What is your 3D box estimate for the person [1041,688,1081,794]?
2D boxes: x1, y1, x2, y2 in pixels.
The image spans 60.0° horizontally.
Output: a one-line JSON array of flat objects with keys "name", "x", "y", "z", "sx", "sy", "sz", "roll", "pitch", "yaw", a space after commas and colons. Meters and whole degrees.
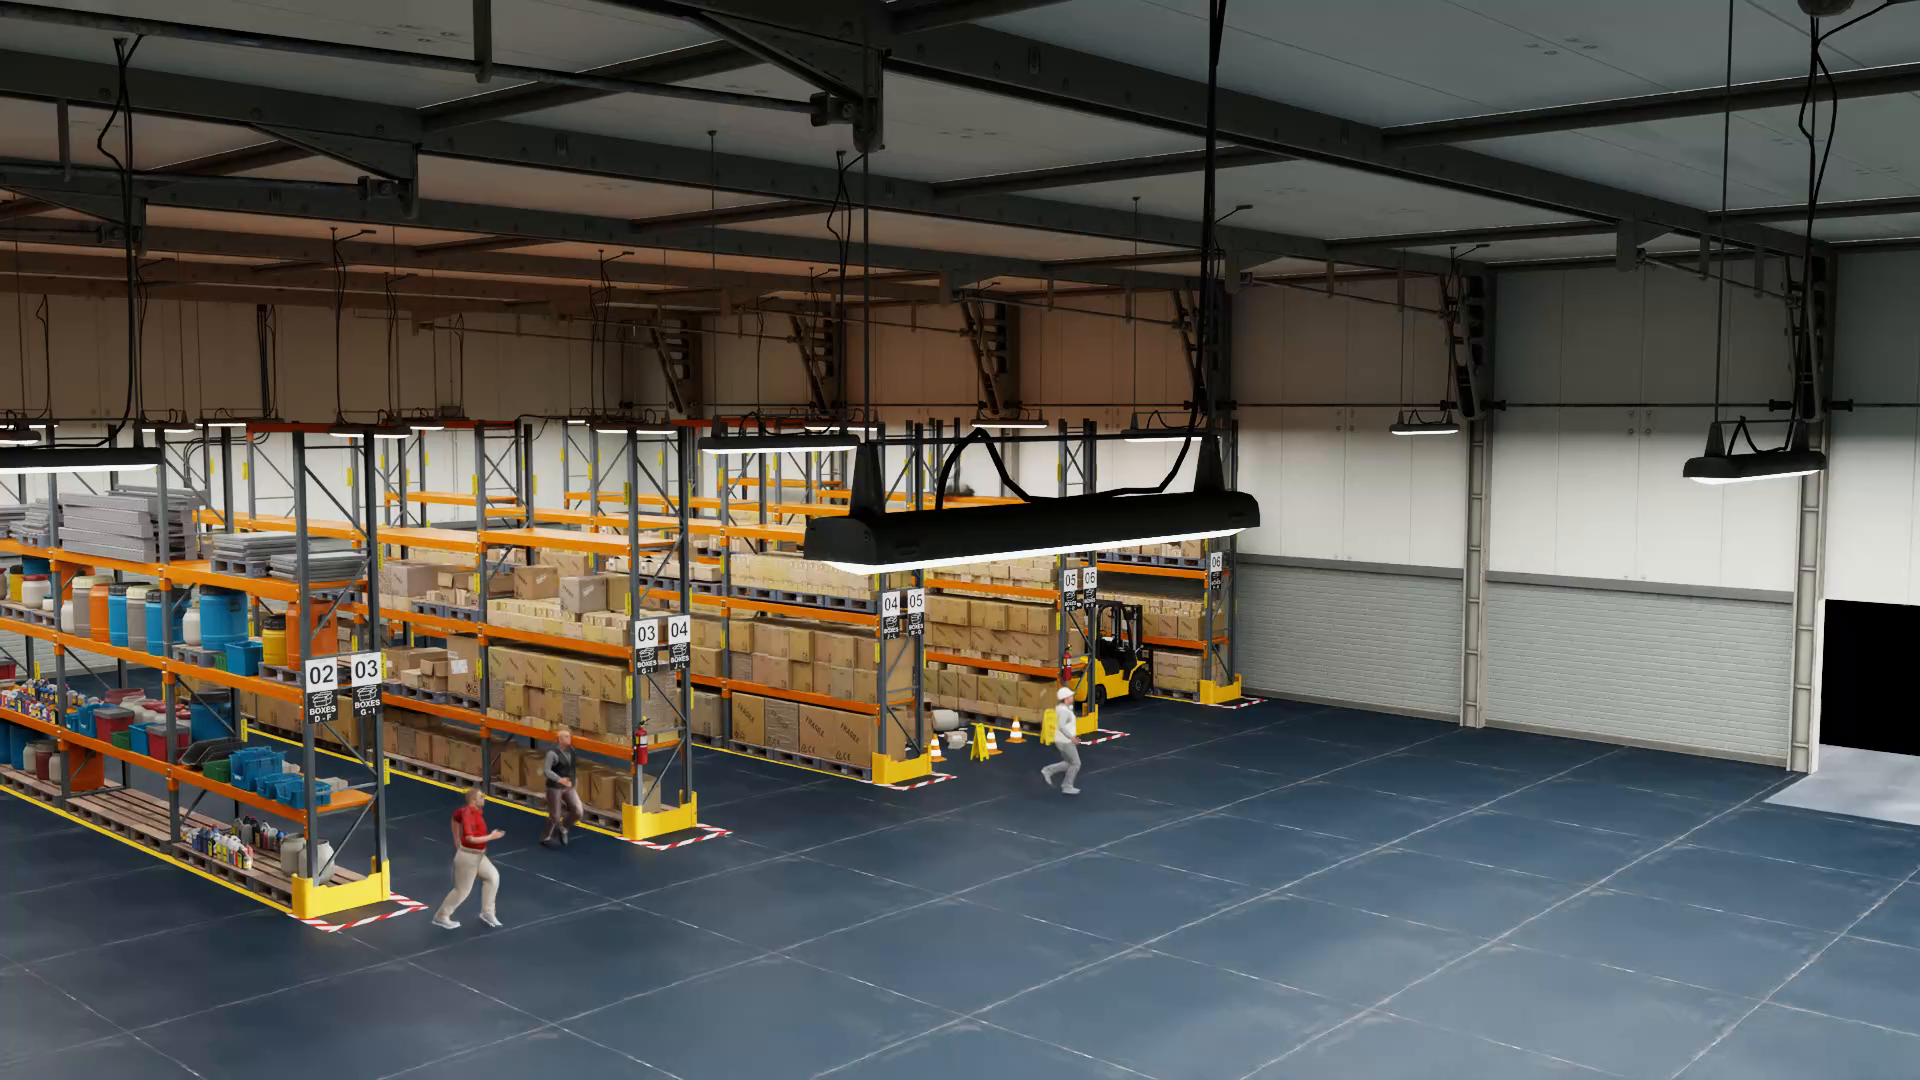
[{"name": "person", "x": 1.646, "y": 3.258, "z": 27.071, "sx": 0.633, "sy": 1.727, "sz": 0.686, "roll": 0, "pitch": 5, "yaw": -3}]

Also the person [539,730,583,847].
[{"name": "person", "x": -5.649, "y": 3.548, "z": 23.746, "sx": 0.604, "sy": 1.684, "sz": 0.714, "roll": 3, "pitch": 6, "yaw": 36}]

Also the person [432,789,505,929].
[{"name": "person", "x": -5.897, "y": 3.862, "z": 19.963, "sx": 0.869, "sy": 1.774, "sz": 0.678, "roll": -1, "pitch": 5, "yaw": -10}]
